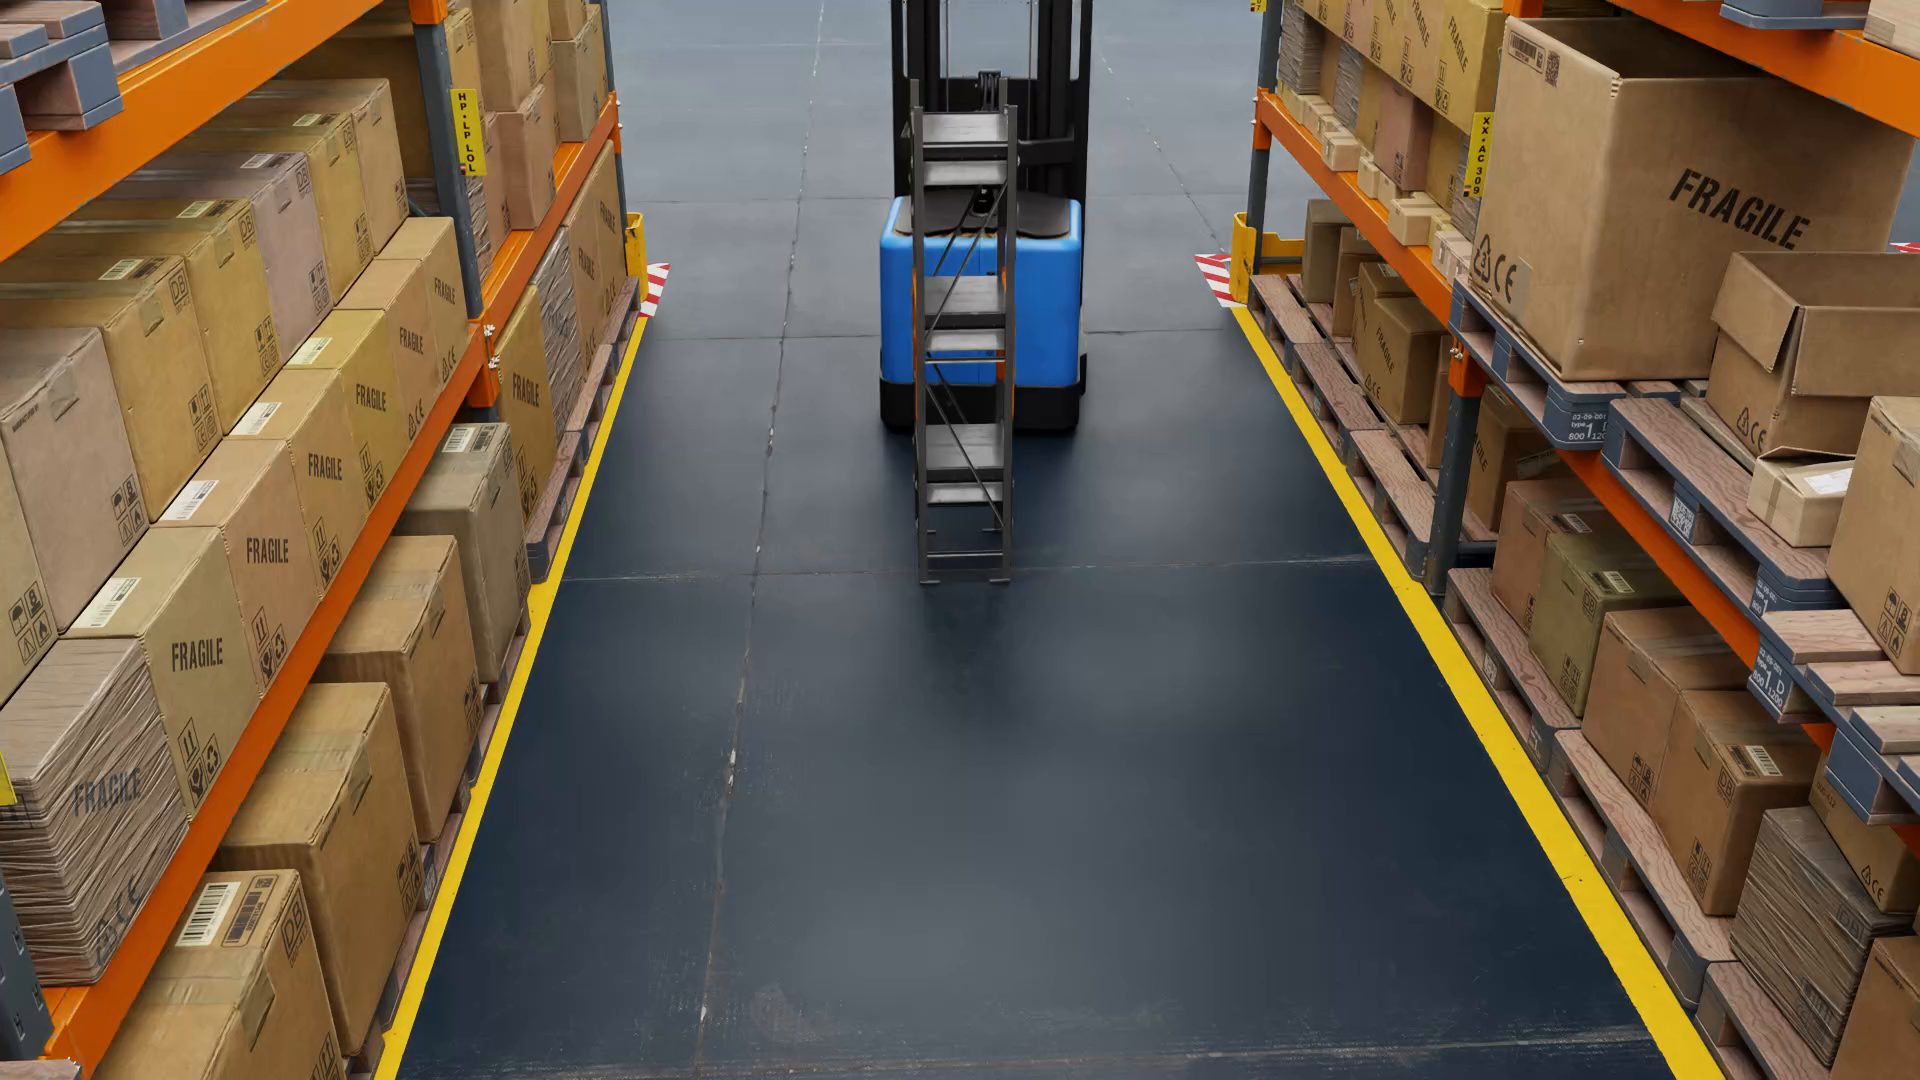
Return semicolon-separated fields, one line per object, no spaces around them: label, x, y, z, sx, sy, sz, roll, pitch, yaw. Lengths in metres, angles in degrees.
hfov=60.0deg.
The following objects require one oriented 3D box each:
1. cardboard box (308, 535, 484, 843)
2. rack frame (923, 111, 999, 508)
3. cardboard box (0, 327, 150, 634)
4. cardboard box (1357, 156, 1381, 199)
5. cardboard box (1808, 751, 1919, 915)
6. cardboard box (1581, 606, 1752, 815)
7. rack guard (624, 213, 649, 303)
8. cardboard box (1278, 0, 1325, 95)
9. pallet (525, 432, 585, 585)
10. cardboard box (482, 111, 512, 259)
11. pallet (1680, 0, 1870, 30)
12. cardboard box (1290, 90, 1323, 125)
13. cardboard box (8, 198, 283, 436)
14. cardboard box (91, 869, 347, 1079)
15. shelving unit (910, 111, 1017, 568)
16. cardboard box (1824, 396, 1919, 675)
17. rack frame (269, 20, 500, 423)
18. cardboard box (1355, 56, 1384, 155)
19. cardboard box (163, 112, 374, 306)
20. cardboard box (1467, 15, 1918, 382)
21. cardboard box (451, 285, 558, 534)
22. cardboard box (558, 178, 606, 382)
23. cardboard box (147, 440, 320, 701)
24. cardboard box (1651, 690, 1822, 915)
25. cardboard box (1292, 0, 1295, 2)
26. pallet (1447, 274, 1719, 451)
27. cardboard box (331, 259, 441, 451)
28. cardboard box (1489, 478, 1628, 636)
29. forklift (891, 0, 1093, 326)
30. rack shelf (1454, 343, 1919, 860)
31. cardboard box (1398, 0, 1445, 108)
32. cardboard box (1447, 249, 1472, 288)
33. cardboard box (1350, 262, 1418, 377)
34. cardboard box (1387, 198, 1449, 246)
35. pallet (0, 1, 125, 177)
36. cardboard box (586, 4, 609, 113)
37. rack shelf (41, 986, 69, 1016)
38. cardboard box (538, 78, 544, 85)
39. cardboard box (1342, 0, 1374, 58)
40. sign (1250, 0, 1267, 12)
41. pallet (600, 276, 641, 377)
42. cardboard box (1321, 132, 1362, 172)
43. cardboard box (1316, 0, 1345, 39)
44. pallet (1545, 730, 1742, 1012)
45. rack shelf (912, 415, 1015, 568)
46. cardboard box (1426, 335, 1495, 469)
cardboard box;-2.236;0.496;5.533;1.050;0.750;0.750;-1;28;-3
rack frame;-0.005;-0.967;7.334;0.380;1.831;0.006;-1;28;-3
cardboard box;-2.237;-0.127;3.560;0.700;0.500;0.500;-2;28;-3
cardboard box;2.185;-1.792;8.214;0.380;0.149;0.250;-1;28;-3
cardboard box;2.660;0.756;4.472;0.500;0.250;0.500;2;28;3
cardboard box;2.600;0.558;5.663;0.730;0.500;0.544;-2;28;-4
rack guard;-2.615;-1.795;10.651;1.175;0.500;0.348;-1;28;-3
cardboard box;2.346;-2.887;9.612;0.875;0.500;0.500;-1;28;-3
pallet;-2.366;-0.162;7.832;1.003;0.211;1.213;-1;28;-3
cardboard box;-2.487;-1.535;7.287;0.875;0.550;0.550;-1;28;-3
pallet;2.537;-1.598;4.530;1.213;0.211;1.003;-1;28;-3
cardboard box;2.114;-2.485;9.542;0.380;0.149;0.250;-1;28;-3
cardboard box;-2.293;-0.599;4.466;0.700;0.500;0.500;-2;28;-3
cardboard box;-2.138;1.330;3.935;1.050;0.750;0.750;-2;28;-3
shelving unit;-5.799;-2.069;6.045;12.070;5.092;0.667;-1;28;-3
cardboard box;2.565;-0.005;3.954;0.700;0.500;0.500;3;28;5
rack frame;-2.405;-1.045;6.510;1.000;3.000;0.127;-1;28;-3
cardboard box;2.499;-2.047;8.162;0.875;0.649;0.860;-1;28;-3
cardboard box;-2.344;-1.066;5.361;0.700;0.500;0.500;-2;28;-3
cardboard box;2.455;-1.200;5.704;1.000;1.000;1.000;-1;28;-2
cardboard box;-2.368;-0.581;7.464;0.875;0.875;0.875;-1;28;-2
cardboard box;-2.464;-1.419;9.070;0.875;0.875;0.875;-2;28;-3
cardboard box;-2.005;0.076;4.252;0.500;0.500;0.500;-1;28;-3
cardboard box;2.629;0.816;5.169;0.700;0.500;0.500;1;28;2
cardboard box;2.101;-3.324;9.369;0.500;0.500;0.500;-1;28;-3
pallet;2.448;-0.677;6.011;1.003;0.211;1.213;-1;28;-3
cardboard box;-2.084;-0.622;5.590;0.500;0.500;0.500;-2;28;-3
cardboard box;2.564;0.079;6.582;0.700;0.500;0.500;-3;28;-7
forklift;0.190;-2.524;9.421;1.121;2.935;3.031;2;28;3
rack shelf;2.658;0.124;5.046;1.077;0.370;4.000;-1;28;-3
cardboard box;2.228;-2.170;7.155;0.500;0.500;0.500;-1;28;-3
cardboard box;2.249;-1.099;6.885;0.380;0.149;0.250;-1;28;-3
cardboard box;2.440;-1.190;9.036;0.500;0.500;0.500;1;28;2
cardboard box;2.168;-1.444;7.547;0.380;0.149;0.250;-1;28;-3
pallet;-2.282;-0.740;2.886;1.213;0.211;1.003;0;28;0
cardboard box;-2.549;-2.788;9.691;0.875;0.550;0.550;-1;28;-3
rack shelf;-2.300;0.111;4.860;0.919;0.124;3.809;-1;28;-3
cardboard box;-2.526;-2.030;8.236;0.875;0.550;0.500;-1;28;-3
cardboard box;2.180;-2.632;8.041;0.500;0.500;0.500;-1;28;-3
sign;1.803;-3.336;9.966;0.100;0.325;0.005;-1;28;-3
pallet;-2.494;-1.288;9.992;1.003;0.211;1.213;-1;28;-3
cardboard box;2.103;-2.022;8.654;0.380;0.149;0.250;-1;28;-3
cardboard box;2.148;-2.862;8.483;0.500;0.500;0.500;-1;28;-3
pallet;2.663;1.043;5.523;1.003;0.211;1.213;-1;28;-3
rack shelf;0.009;-0.222;7.448;0.431;0.518;0.480;-1;28;-3
cardboard box;2.555;-2.010;8.730;1.144;2.239;2.984;7;28;14
